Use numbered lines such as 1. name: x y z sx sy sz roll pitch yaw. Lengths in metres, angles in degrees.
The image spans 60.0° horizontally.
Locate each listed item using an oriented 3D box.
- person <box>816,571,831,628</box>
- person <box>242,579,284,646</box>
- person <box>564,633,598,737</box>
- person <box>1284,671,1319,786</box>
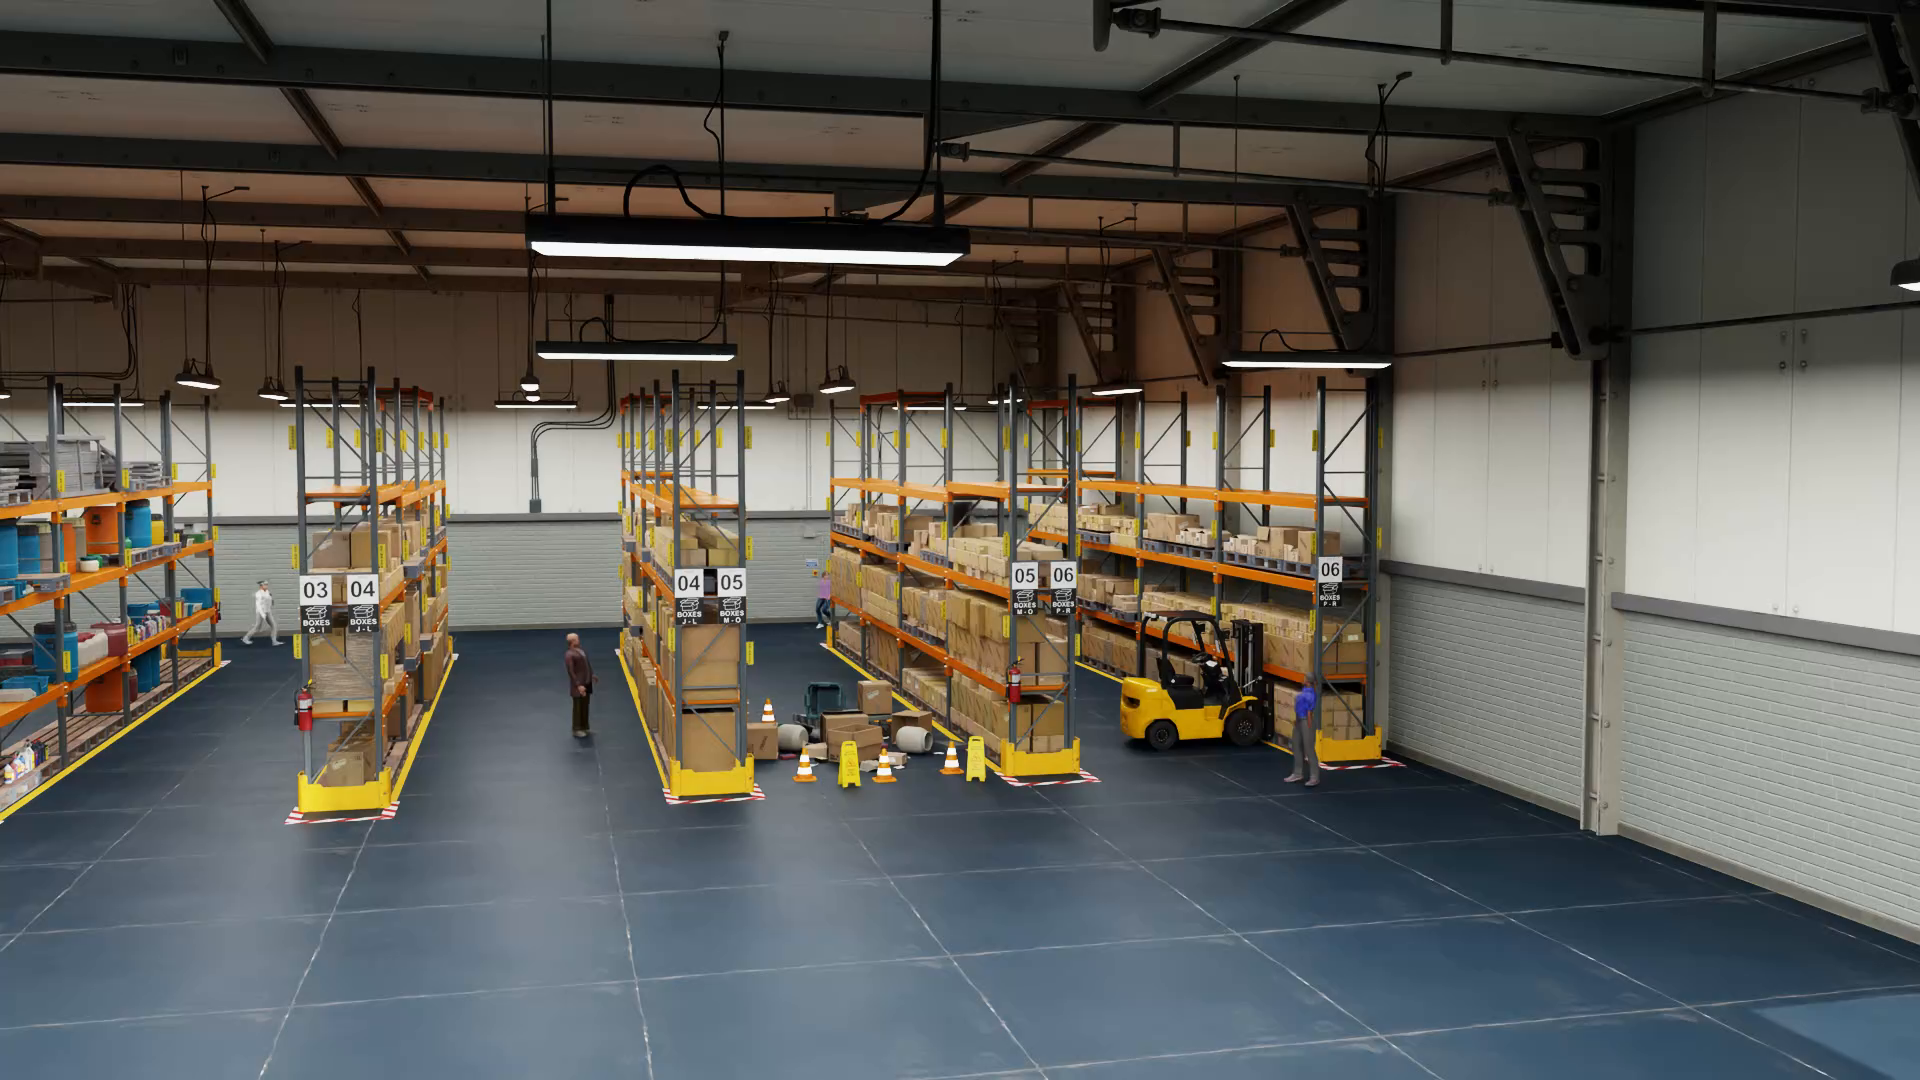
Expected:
1. person: -3.659 1.591 44.703 0.461 1.519 0.560 2 4 29
2. person: -16.974 1.767 40.473 0.960 1.635 0.532 0 3 7
3. person: -6.412 2.457 28.256 0.434 1.790 0.710 1 4 17
4. person: 4.993 2.733 24.220 0.414 1.657 0.650 -1 3 -10
